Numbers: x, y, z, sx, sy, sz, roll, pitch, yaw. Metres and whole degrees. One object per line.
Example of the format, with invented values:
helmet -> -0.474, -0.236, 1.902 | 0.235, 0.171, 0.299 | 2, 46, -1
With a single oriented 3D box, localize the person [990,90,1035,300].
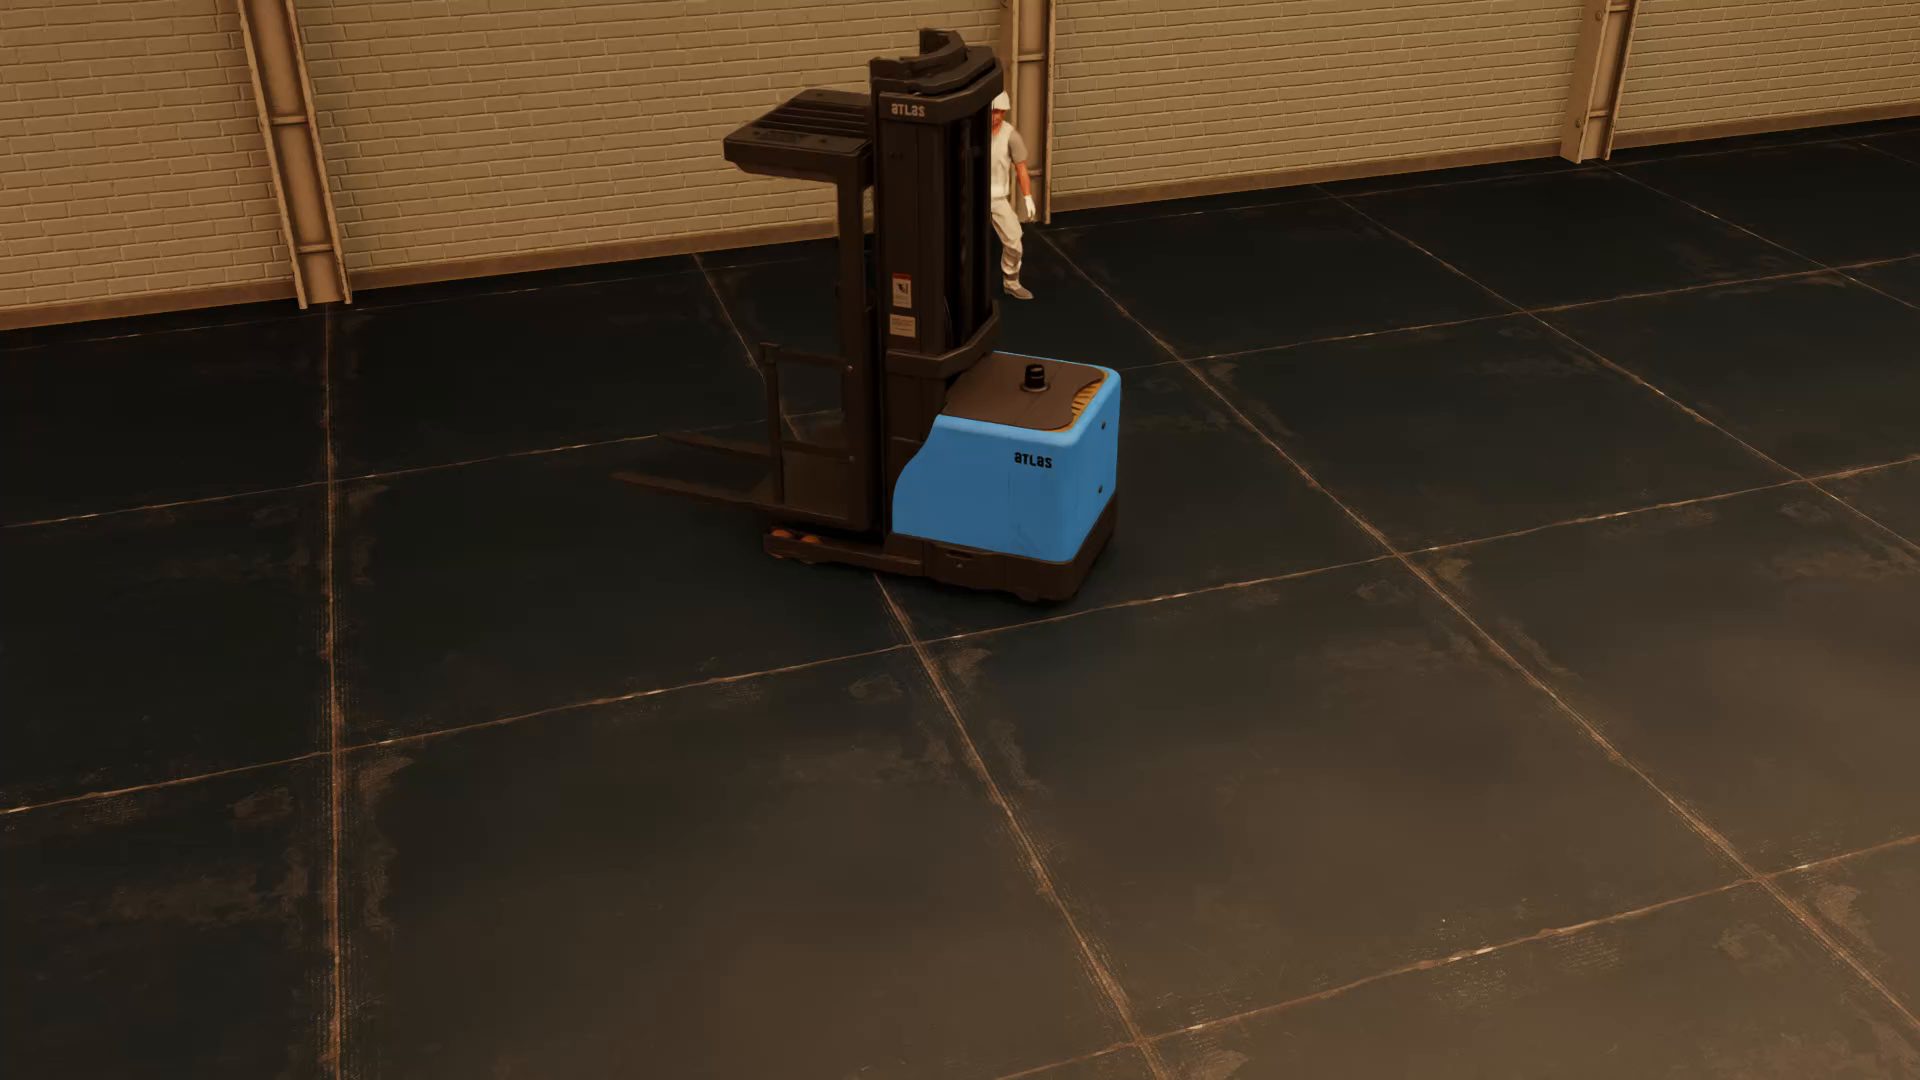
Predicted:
person -> 0.159, -2.732, 13.085 | 0.892, 1.721, 0.503 | 5, 30, 8

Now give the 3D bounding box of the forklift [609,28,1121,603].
forklift -> -0.631, -1.363, 9.456 | 3.031, 2.935, 1.130 | 11, 32, 18
